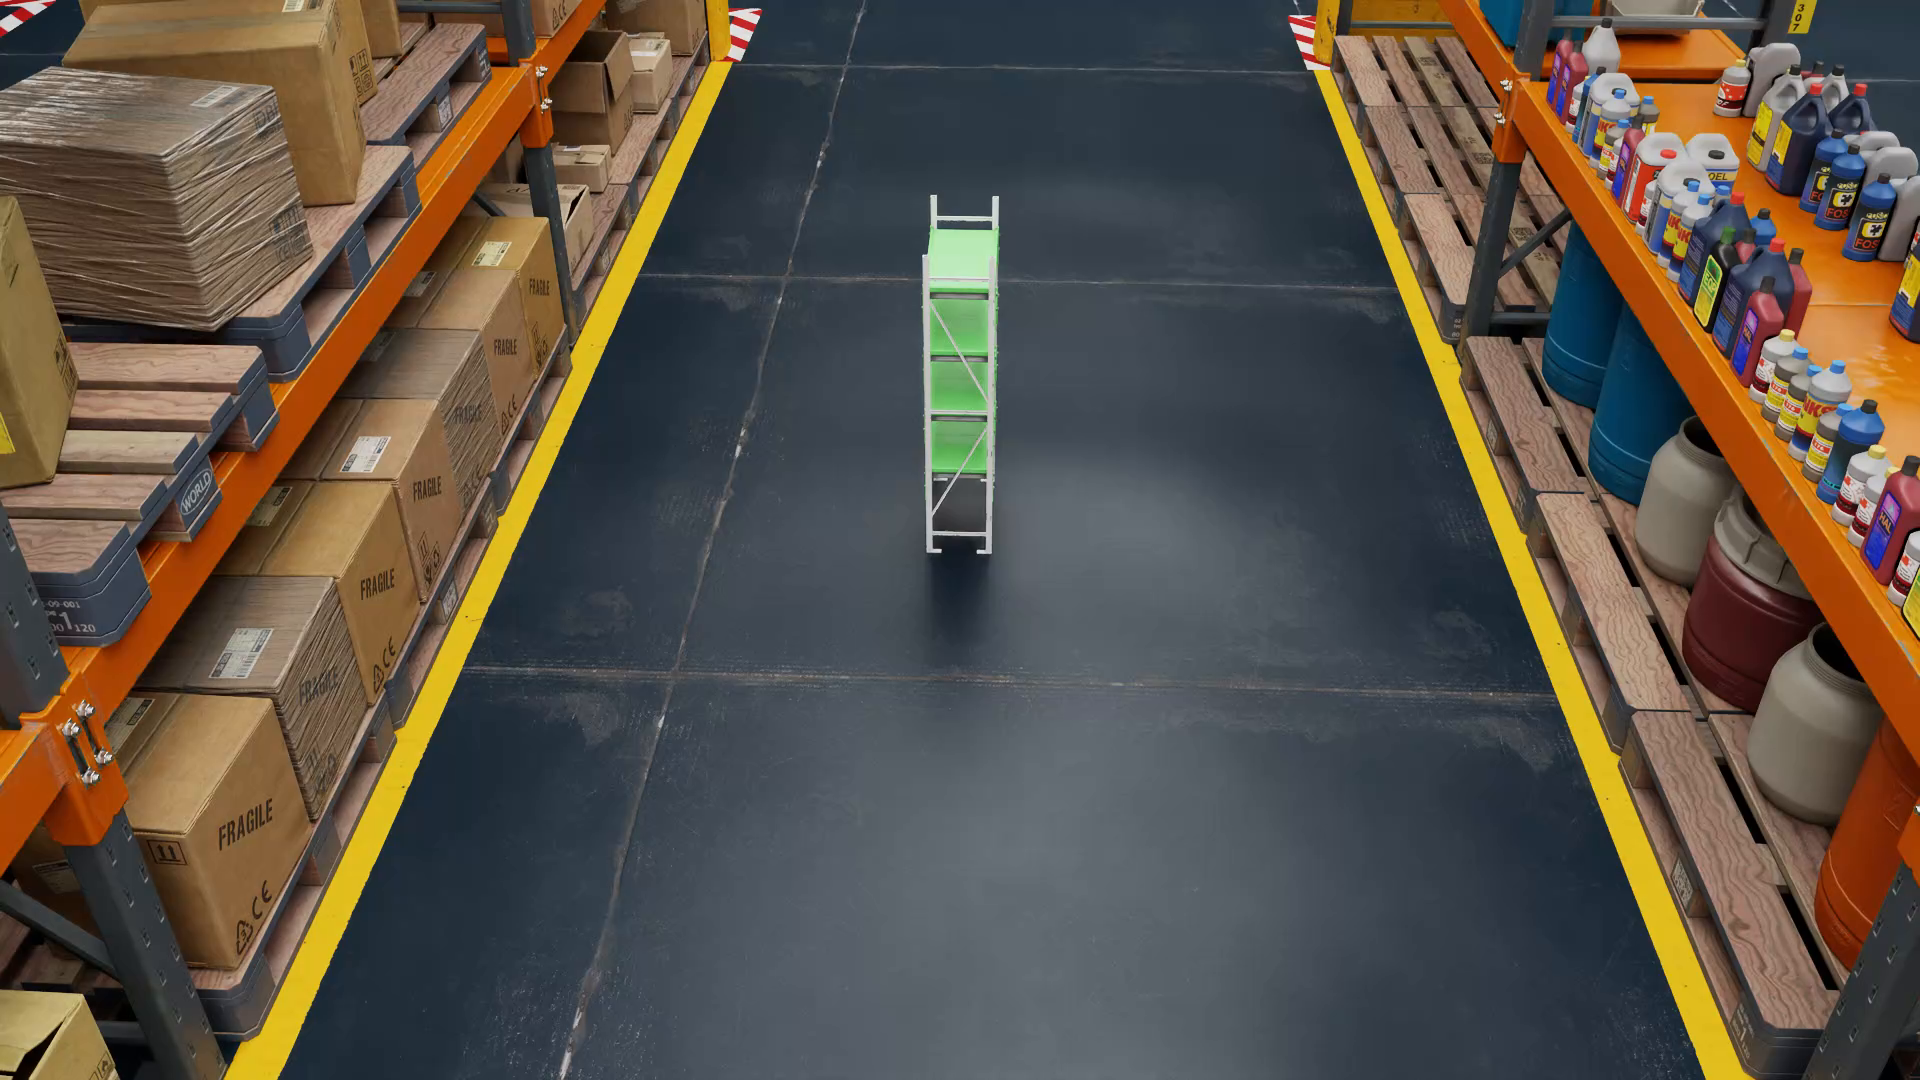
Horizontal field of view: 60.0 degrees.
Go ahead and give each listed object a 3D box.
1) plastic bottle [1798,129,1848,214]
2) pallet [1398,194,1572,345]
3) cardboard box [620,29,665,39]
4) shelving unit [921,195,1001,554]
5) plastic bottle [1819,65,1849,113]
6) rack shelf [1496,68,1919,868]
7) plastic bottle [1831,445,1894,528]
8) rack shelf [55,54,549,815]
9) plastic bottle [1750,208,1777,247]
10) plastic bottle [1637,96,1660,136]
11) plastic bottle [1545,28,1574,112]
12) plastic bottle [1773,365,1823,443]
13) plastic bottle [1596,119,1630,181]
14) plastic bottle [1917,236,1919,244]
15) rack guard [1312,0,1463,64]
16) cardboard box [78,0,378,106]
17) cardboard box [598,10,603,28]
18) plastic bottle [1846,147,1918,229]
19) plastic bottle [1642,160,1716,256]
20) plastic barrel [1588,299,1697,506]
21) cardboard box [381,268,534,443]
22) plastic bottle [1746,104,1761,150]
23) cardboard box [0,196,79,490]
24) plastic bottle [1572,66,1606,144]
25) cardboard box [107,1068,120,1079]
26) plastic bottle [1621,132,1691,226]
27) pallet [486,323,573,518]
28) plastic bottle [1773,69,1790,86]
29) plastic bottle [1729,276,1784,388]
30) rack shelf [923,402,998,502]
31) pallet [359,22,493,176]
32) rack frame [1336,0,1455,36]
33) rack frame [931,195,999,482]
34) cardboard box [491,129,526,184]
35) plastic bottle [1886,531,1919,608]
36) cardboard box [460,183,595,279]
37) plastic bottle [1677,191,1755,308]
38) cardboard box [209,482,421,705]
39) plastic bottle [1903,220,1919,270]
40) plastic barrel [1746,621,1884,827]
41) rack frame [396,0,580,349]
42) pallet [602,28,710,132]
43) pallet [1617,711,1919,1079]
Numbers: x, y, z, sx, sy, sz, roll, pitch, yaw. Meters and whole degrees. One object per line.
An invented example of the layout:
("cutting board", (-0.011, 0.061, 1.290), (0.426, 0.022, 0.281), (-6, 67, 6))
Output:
("plastic bottle", (2.862, -1.224, 5.494), (0.097, 0.271, 0.097), (0, 35, 0))
("pallet", (2.706, -1.300, 7.916), (1.003, 0.211, 1.213), (1, 35, 2))
("cardboard box", (-1.956, -2.904, 9.855), (0.380, 0.166, 0.250), (1, 35, 2))
("shelving unit", (0.007, -0.586, 6.040), (0.258, 1.200, 0.503), (1, 35, 2))
("plastic bottle", (3.005, -1.462, 5.764), (0.144, 0.351, 0.185), (1, 35, 2))
("rack shelf", (2.635, -0.574, 5.084), (1.077, 0.370, 4.000), (1, 35, 2))
("plastic bottle", (2.180, -0.135, 4.006), (0.097, 0.201, 0.097), (0, 35, 0))
("rack shelf", (-2.315, -0.691, 5.250), (1.077, 0.370, 4.000), (1, 35, 2))
("plastic bottle", (2.373, -0.861, 4.979), (0.097, 0.271, 0.097), (0, 35, 0))
("plastic bottle", (2.426, -1.477, 5.915), (0.097, 0.201, 0.097), (0, 35, 0))
("plastic bottle", (2.274, -1.769, 6.260), (0.061, 0.283, 0.133), (1, 35, 2))
("plastic bottle", (2.196, -0.358, 4.324), (0.097, 0.201, 0.097), (0, 35, 0))
("plastic bottle", (2.265, -1.347, 5.731), (0.097, 0.201, 0.097), (0, 35, 0))
("plastic bottle", (2.929, -0.878, 5.003), (0.097, 0.271, 0.097), (0, 35, 0))
("rack guard", (2.863, -3.307, 10.521), (1.175, 0.500, 0.348), (1, 35, 2))
("cardboard box", (-2.441, -1.683, 5.584), (0.700, 0.500, 0.500), (7, 36, 9))
("cardboard box", (-2.434, -3.213, 10.310), (0.380, 0.149, 0.250), (1, 35, 2))
("plastic bottle", (2.982, -1.156, 5.394), (0.152, 0.276, 0.135), (1, 35, 2))
("plastic bottle", (2.269, -1.044, 5.235), (0.152, 0.276, 0.135), (1, 35, 2))
("plastic barrel", (2.648, -0.612, 5.972), (0.600, 0.901, 0.708), (1, 35, 2))
("cardboard box", (-1.996, -0.717, 6.453), (0.500, 0.500, 0.500), (1, 35, 2))
("plastic bottle", (2.882, -1.485, 5.927), (0.097, 0.201, 0.097), (0, 35, 0))
("cardboard box", (-2.482, -0.413, 3.777), (0.700, 0.500, 0.500), (-10, 36, -14))
("plastic bottle", (2.278, -1.565, 5.980), (0.097, 0.271, 0.097), (0, 35, 0))
("cardboard box", (-2.172, 1.425, 3.640), (0.500, 0.250, 0.500), (2, 35, 3))
("plastic bottle", (2.278, -1.178, 5.425), (0.152, 0.276, 0.135), (1, 35, 2))
("pallet", (-2.229, -0.525, 6.813), (1.003, 0.211, 1.213), (1, 35, 2))
("plastic bottle", (3.045, -1.635, 6.141), (0.097, 0.201, 0.097), (0, 35, 0))
("plastic bottle", (2.190, -0.571, 4.555), (0.061, 0.283, 0.133), (1, 35, 2))
("rack shelf", (0.007, -0.337, 6.215), (0.258, 0.148, 0.480), (1, 35, 2))
("pallet", (-2.376, -1.599, 6.083), (1.003, 0.211, 1.213), (1, 35, 2))
("rack frame", (2.876, -4.316, 9.782), (1.000, 3.000, 0.127), (1, 35, 2))
("rack frame", (0.016, -0.726, 6.240), (0.240, 1.200, 0.015), (1, 35, 2))
("cardboard box", (-2.465, -1.979, 8.413), (0.500, 0.311, 0.500), (1, 35, 2))
("plastic bottle", (2.167, 0.054, 3.738), (0.097, 0.201, 0.097), (0, 35, 0))
("cardboard box", (-2.001, -1.450, 7.661), (0.500, 0.311, 0.500), (1, 35, 2))
("plastic bottle", (2.251, -0.871, 4.924), (0.144, 0.351, 0.185), (1, 35, 2))
("cardboard box", (-2.051, 0.163, 5.201), (0.500, 0.500, 0.500), (1, 35, 1))
("plastic bottle", (2.995, -0.925, 5.130), (0.097, 0.201, 0.097), (0, 35, 0))
("plastic barrel", (2.490, 0.519, 4.702), (0.421, 0.512, 0.421), (0, 35, 0))
("rack frame", (-2.234, -2.134, 6.678), (1.000, 3.000, 0.127), (1, 35, 2))
("pallet", (-2.108, -2.789, 10.036), (1.003, 0.211, 1.213), (1, 35, 2))
("pallet", (2.544, 0.968, 4.690), (1.003, 0.211, 1.213), (1, 35, 2))
